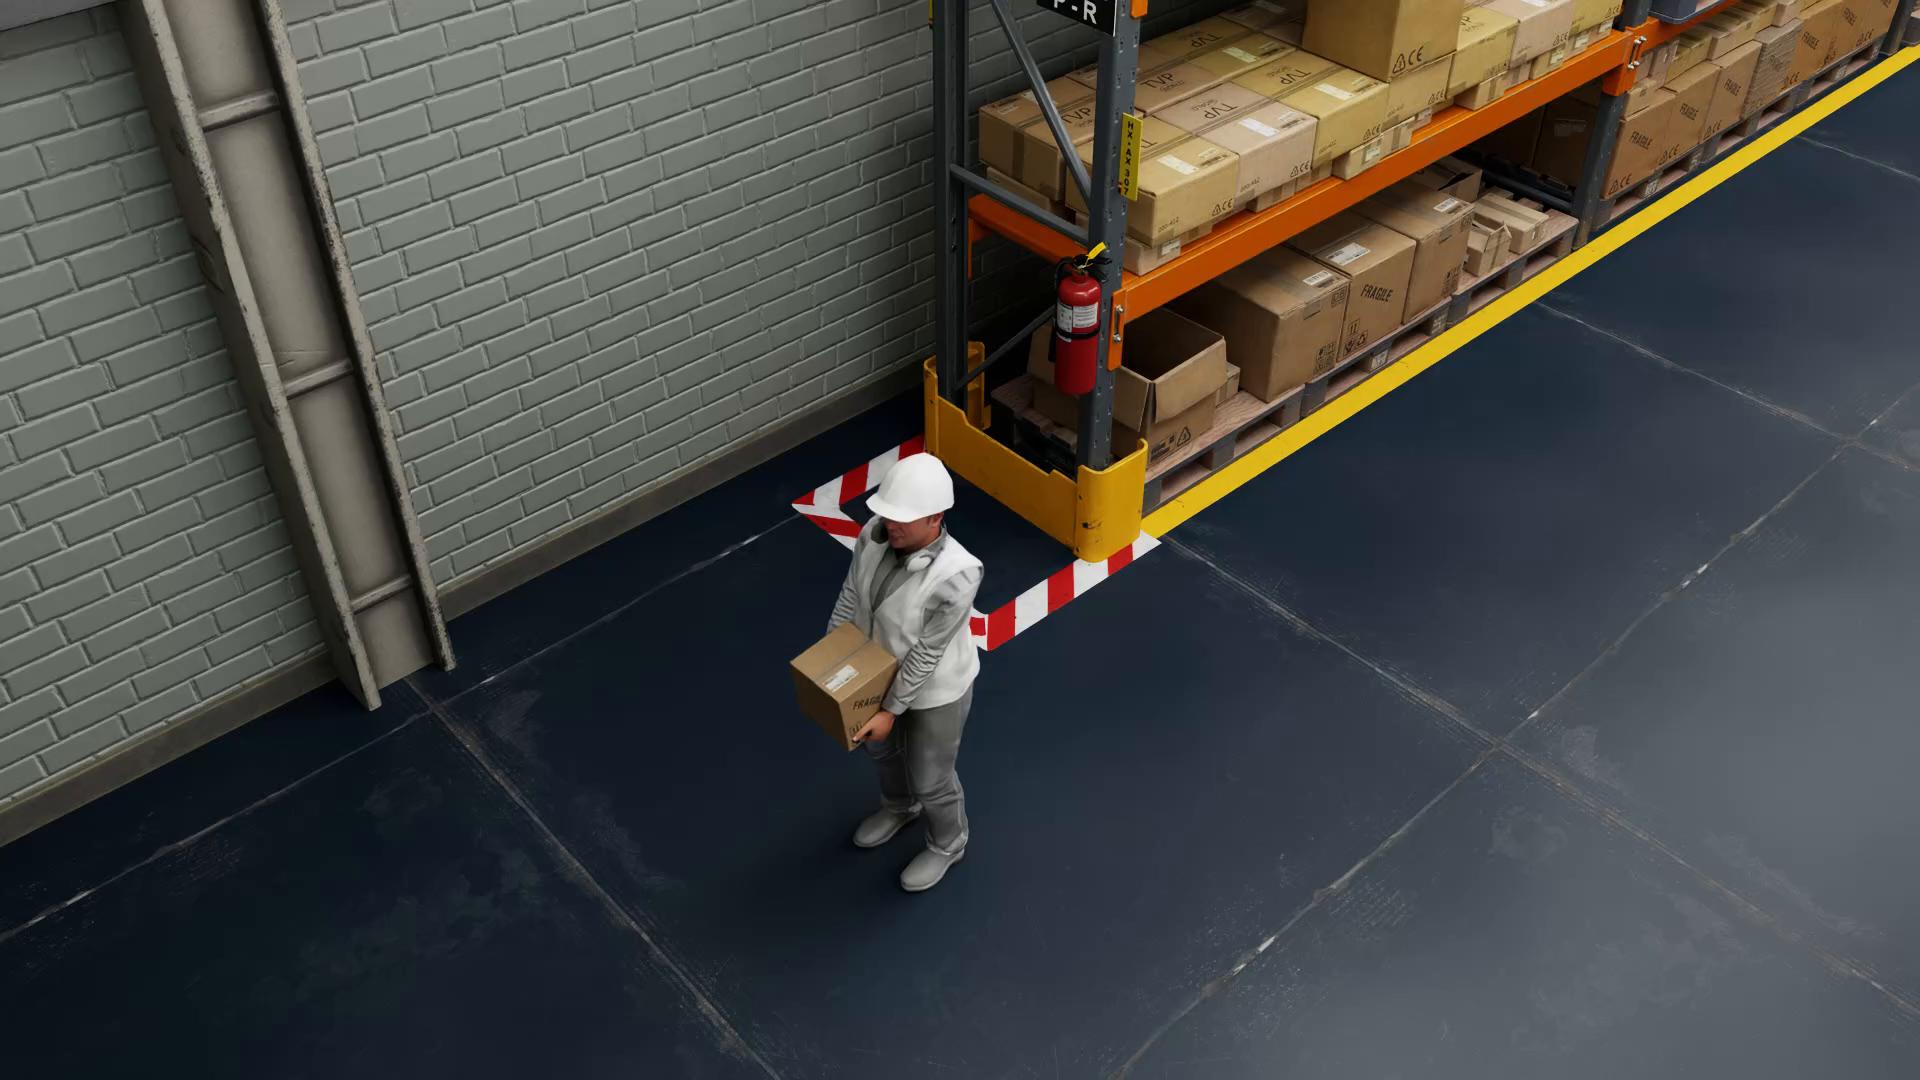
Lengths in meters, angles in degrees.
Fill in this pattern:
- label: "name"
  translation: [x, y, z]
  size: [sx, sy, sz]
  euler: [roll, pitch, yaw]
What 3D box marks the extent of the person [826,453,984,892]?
- label: "person"
  translation: [-0.214, 0.489, 5.547]
  size: [0.558, 1.772, 0.495]
  euler: [-31, 48, -32]
